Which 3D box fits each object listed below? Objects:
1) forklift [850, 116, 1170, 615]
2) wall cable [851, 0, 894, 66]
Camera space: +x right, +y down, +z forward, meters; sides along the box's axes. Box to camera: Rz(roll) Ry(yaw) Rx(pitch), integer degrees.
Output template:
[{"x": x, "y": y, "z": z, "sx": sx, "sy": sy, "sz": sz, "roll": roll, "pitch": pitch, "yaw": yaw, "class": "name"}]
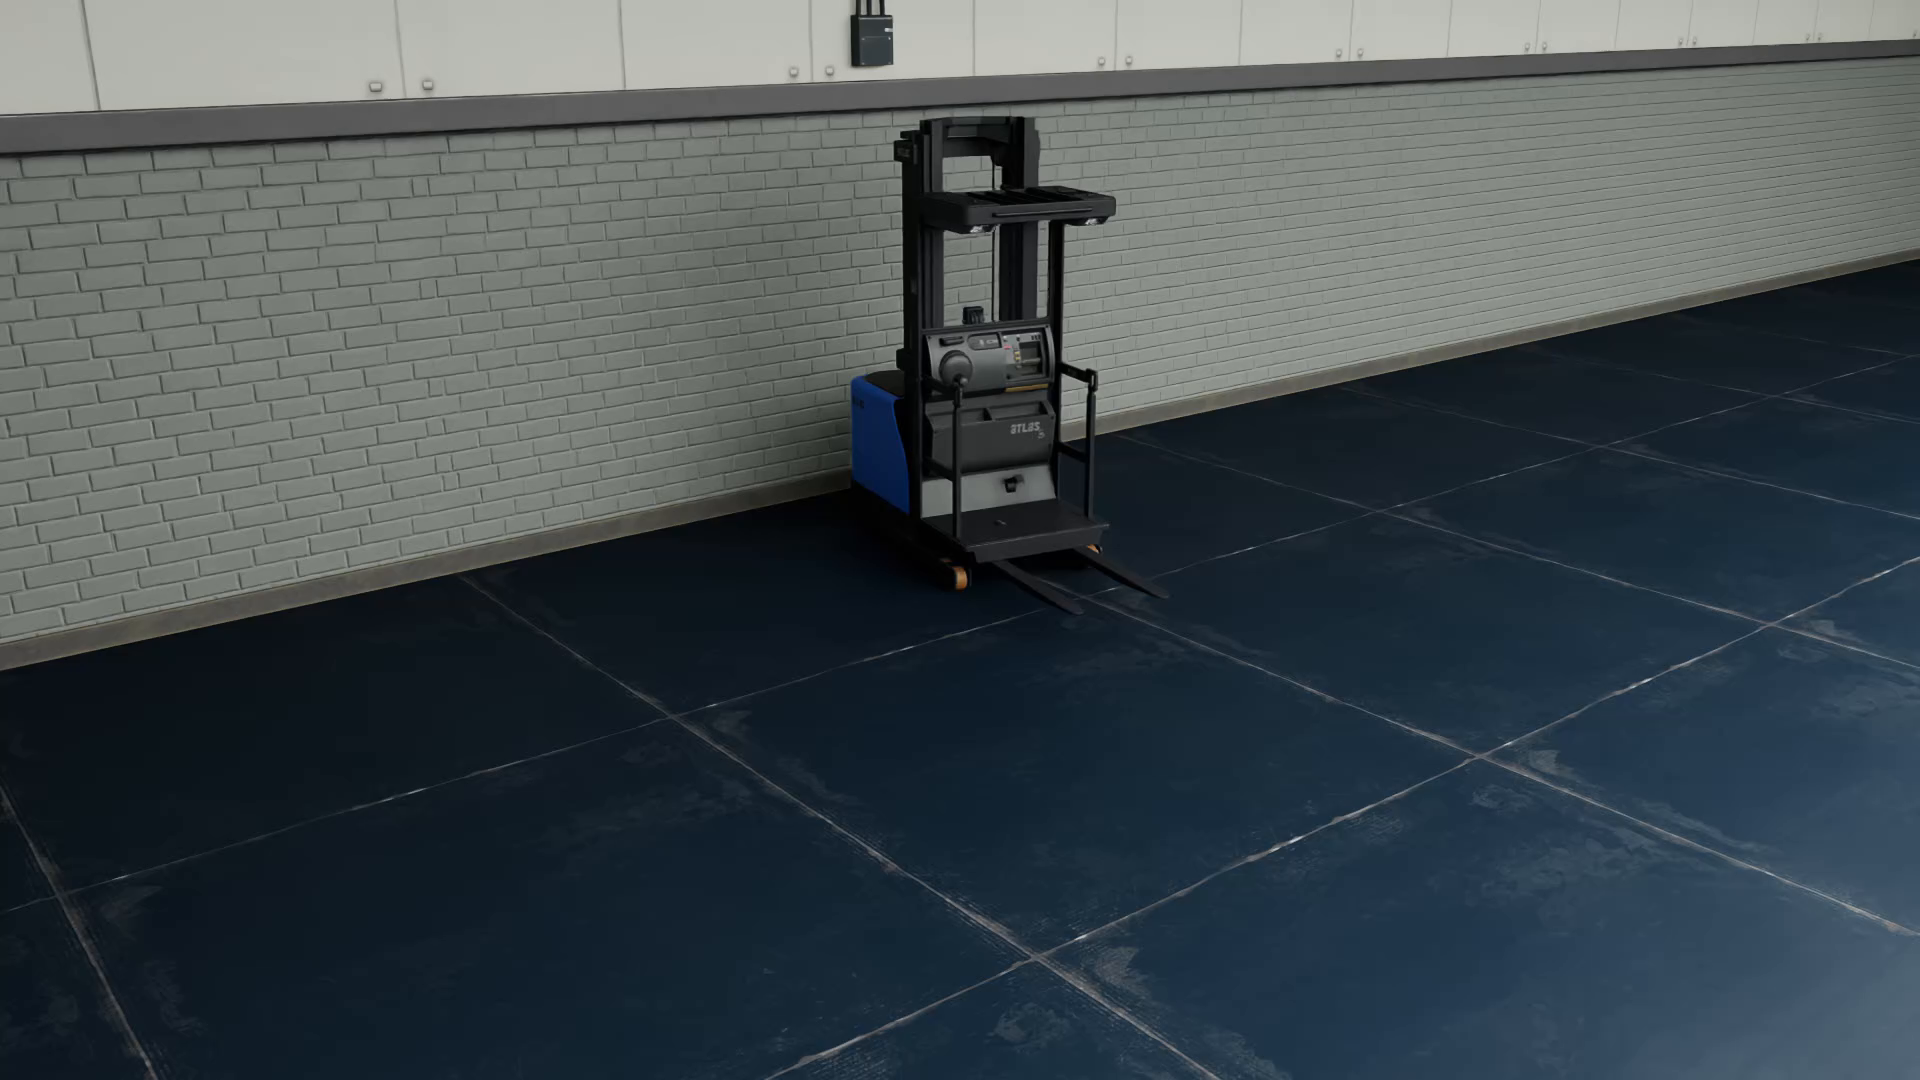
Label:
[{"x": 0.303, "y": -1.215, "z": 10.868, "sx": 1.130, "sy": 2.935, "sz": 3.031, "roll": -9, "pitch": 20, "yaw": -25, "class": "forklift"}, {"x": 0.153, "y": -6.530, "z": 11.859, "sx": 2.305, "sy": 6.003, "sz": 0.169, "roll": -14, "pitch": 23, "yaw": -36, "class": "wall cable"}]
